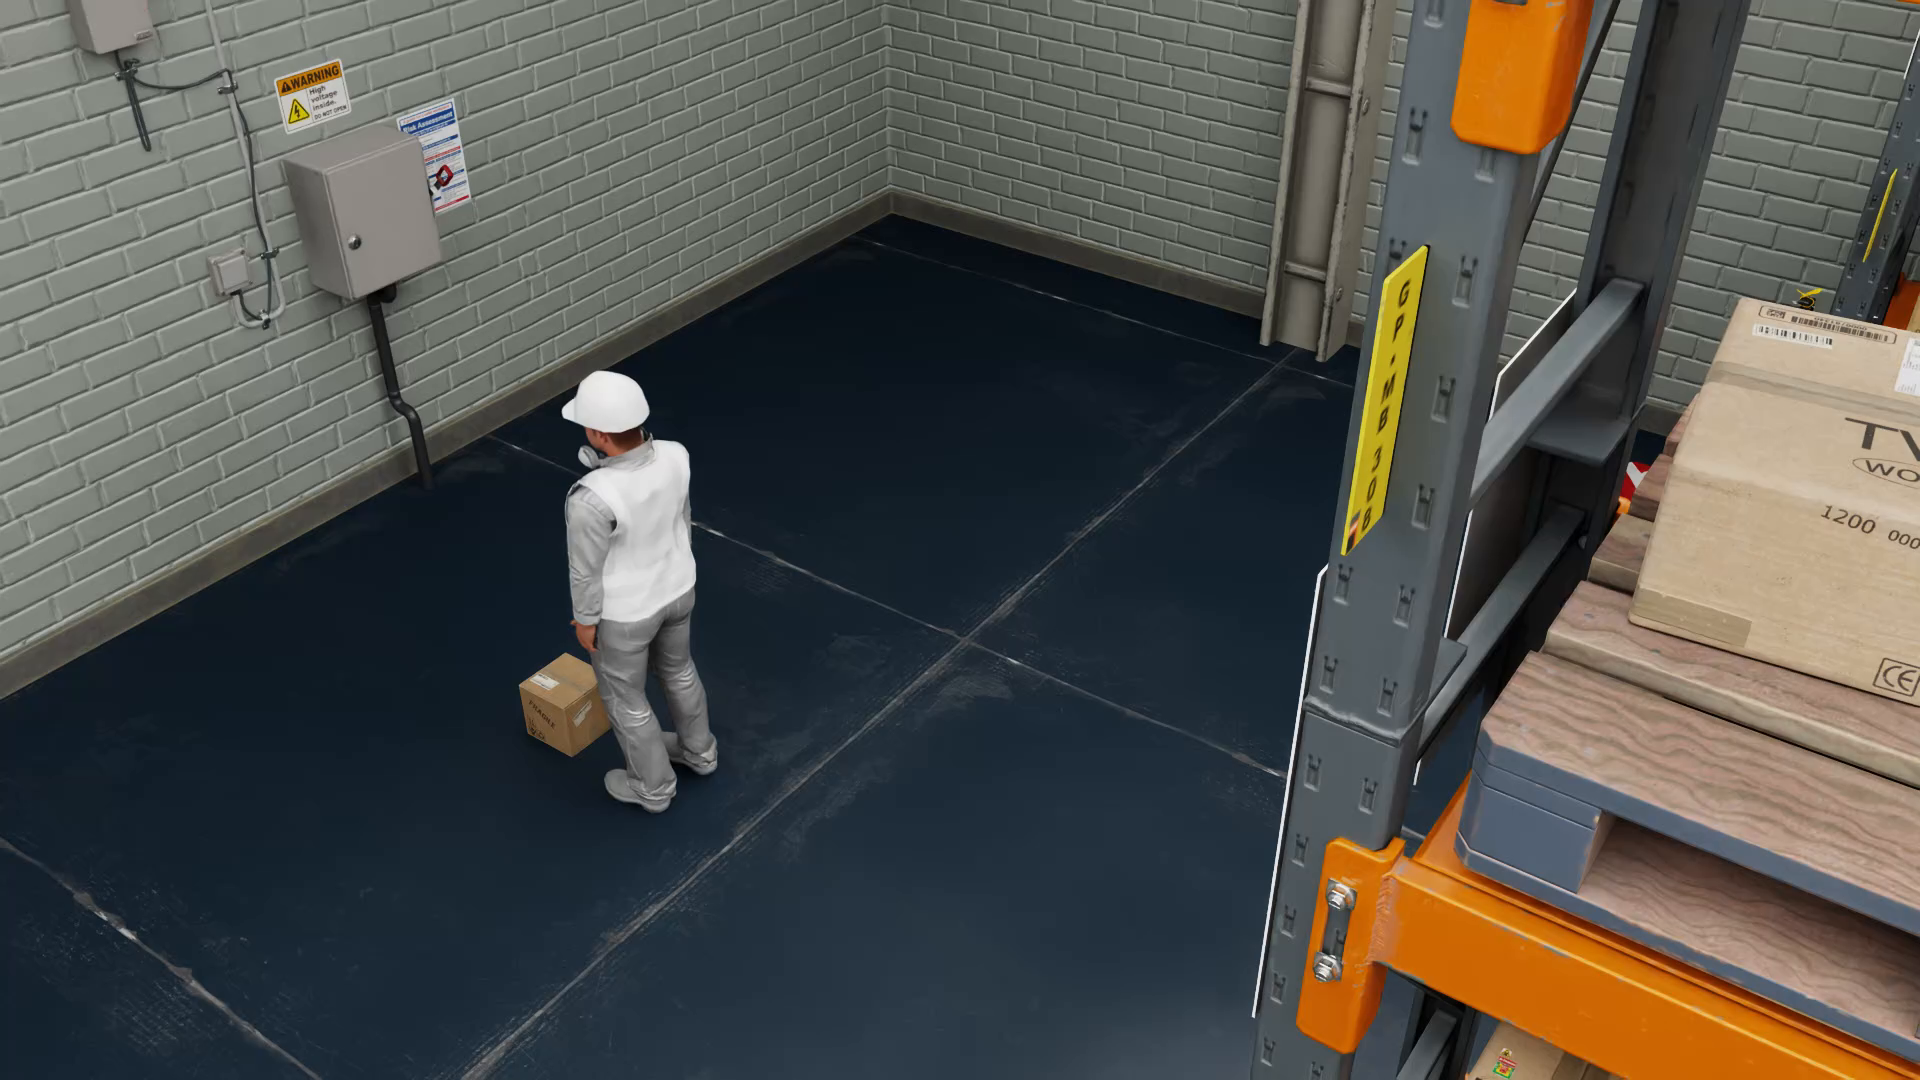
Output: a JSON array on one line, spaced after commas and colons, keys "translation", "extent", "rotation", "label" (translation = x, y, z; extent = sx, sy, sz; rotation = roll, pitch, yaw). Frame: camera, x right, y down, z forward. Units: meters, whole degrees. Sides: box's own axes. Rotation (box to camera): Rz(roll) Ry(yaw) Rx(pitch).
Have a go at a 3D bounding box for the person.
[{"translation": [-1.148, 0.191, 5.848], "extent": [0.360, 1.766, 0.532], "rotation": [22, 40, 29], "label": "person"}]
